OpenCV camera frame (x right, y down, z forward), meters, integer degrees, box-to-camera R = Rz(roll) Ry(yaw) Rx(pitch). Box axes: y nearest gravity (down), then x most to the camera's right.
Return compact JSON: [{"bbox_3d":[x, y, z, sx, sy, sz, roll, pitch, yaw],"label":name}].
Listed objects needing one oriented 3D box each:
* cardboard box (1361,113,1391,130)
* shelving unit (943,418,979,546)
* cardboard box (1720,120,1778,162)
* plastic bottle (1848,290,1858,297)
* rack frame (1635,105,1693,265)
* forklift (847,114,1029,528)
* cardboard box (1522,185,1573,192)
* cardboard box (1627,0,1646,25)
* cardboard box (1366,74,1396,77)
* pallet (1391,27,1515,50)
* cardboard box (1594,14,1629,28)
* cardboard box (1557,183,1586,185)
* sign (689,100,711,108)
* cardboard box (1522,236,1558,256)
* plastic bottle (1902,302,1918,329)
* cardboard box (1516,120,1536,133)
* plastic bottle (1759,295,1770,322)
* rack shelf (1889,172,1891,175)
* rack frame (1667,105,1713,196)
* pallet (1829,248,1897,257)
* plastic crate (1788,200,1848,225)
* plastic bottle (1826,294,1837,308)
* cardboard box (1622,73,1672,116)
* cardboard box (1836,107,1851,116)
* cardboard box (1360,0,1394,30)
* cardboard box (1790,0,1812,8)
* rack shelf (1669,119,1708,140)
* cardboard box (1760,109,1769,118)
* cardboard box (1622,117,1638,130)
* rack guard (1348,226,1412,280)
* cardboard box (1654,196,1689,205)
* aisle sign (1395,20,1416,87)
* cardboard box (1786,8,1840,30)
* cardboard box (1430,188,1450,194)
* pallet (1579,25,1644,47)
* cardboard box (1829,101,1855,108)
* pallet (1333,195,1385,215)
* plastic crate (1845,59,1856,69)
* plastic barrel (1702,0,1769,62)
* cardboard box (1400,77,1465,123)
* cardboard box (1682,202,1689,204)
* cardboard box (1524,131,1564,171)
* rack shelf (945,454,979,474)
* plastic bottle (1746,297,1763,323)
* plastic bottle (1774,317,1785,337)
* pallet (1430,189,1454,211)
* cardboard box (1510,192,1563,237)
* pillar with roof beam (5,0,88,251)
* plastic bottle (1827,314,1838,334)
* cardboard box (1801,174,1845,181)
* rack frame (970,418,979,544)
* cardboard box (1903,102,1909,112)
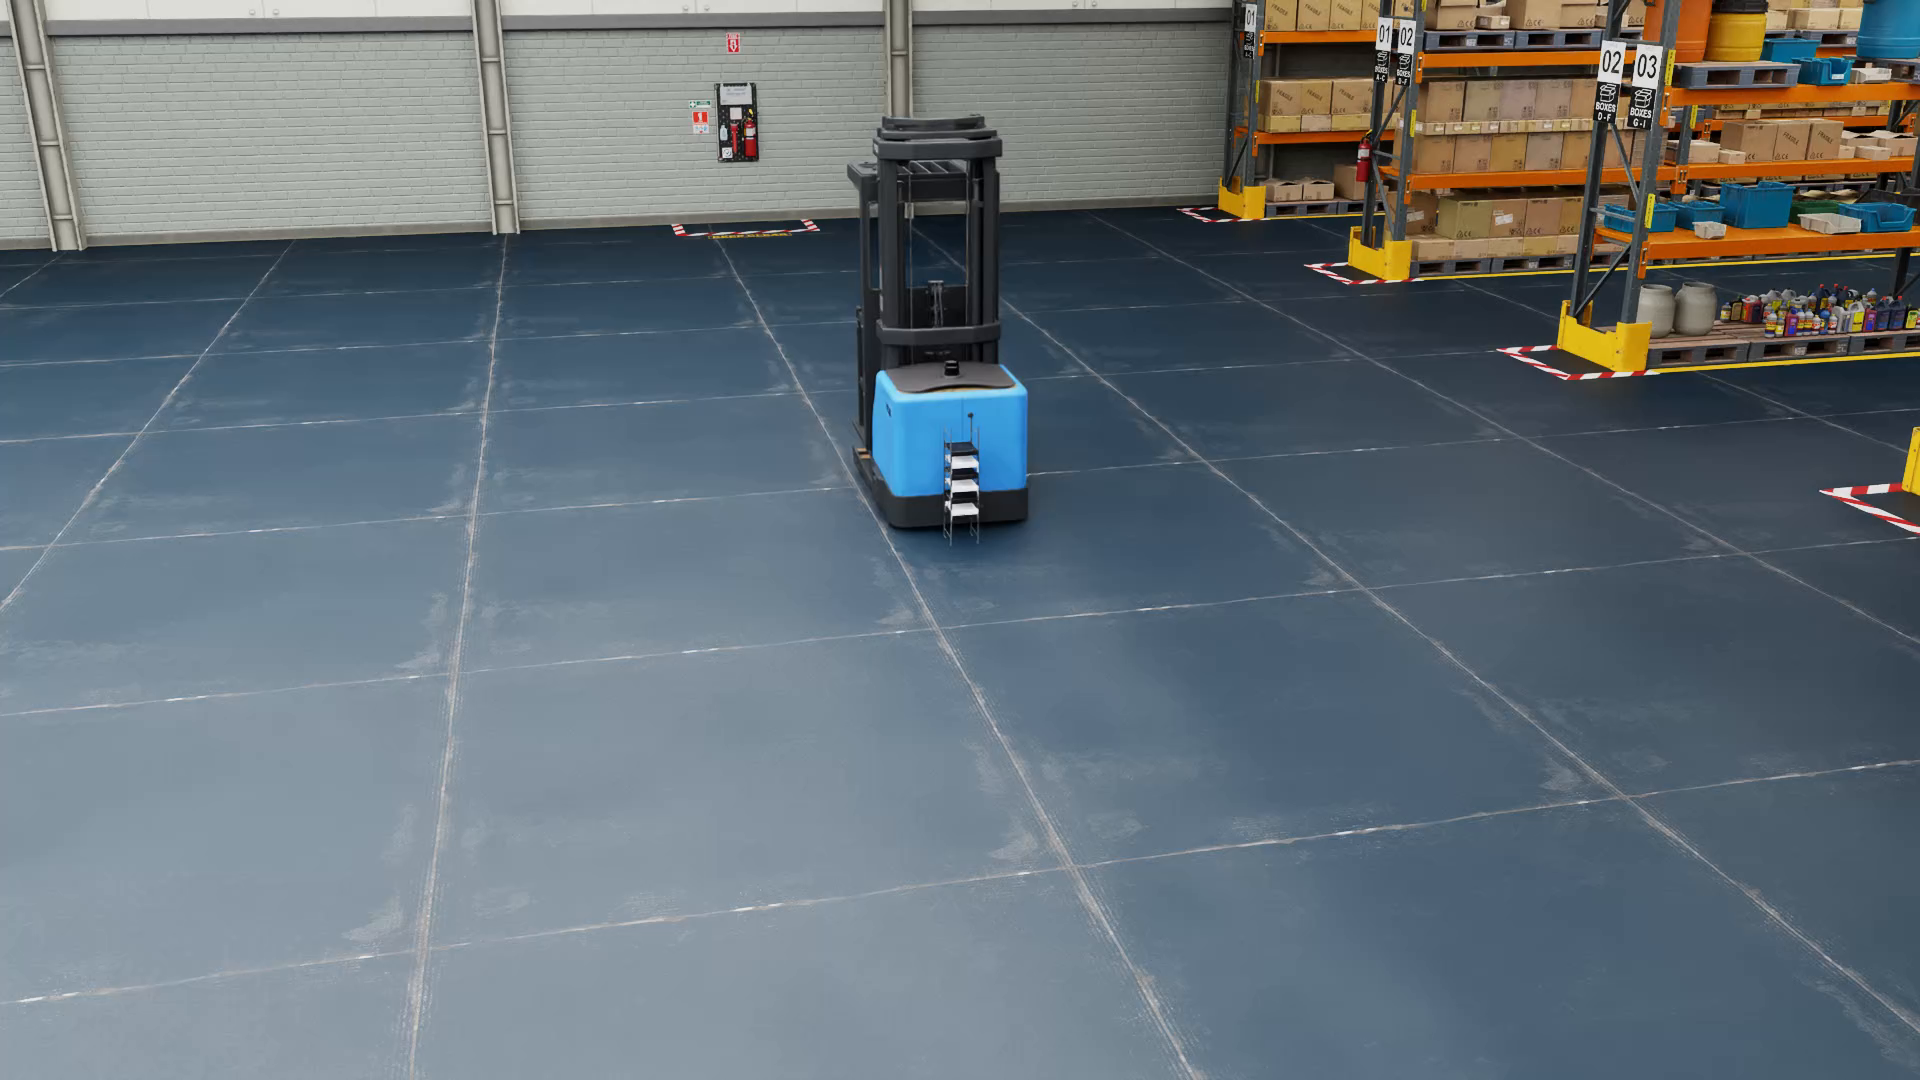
[{"bbox_3d":[6.450,-6.617,26.206,0.500,0.250,0.500,-4,21,-12],"label":"cardboard box"},{"bbox_3d":[0.008,-0.423,12.162,0.210,0.900,0.258,-5,21,-12],"label":"shelving unit"},{"bbox_3d":[10.711,-5.425,22.617,0.500,0.500,0.500,-3,20,-9],"label":"cardboard box"},{"bbox_3d":[9.864,-2.637,18.472,0.135,0.276,0.152,-4,20,-11],"label":"plastic bottle"},{"bbox_3d":[9.447,-5.281,22.369,0.127,3.000,1.000,-5,21,-12],"label":"rack frame"},{"bbox_3d":[-0.285,-1.940,13.350,1.130,2.935,3.031,-4,21,-11],"label":"forklift"},{"bbox_3d":[7.950,-4.528,22.611,0.500,0.500,0.500,-5,21,-12],"label":"cardboard box"},{"bbox_3d":[8.896,-7.047,21.872,0.500,0.500,0.500,-3,20,-8],"label":"cardboard box"},{"bbox_3d":[6.807,-7.185,26.667,0.500,0.500,0.500,-4,21,-11],"label":"cardboard box"},{"bbox_3d":[6.248,-6.378,21.133,1.213,0.211,1.003,-5,21,-12],"label":"pallet"},{"bbox_3d":[8.336,-6.647,21.290,0.250,0.149,0.380,-5,21,-12],"label":"cardboard box"},{"bbox_3d":[10.013,-6.120,27.654,0.500,0.500,0.700,-4,21,-12],"label":"cardboard box"},{"bbox_3d":[-3.915,-6.563,25.047,0.331,0.109,0.001,-5,21,-12],"label":"sign"},{"bbox_3d":[7.587,-3.956,22.141,0.500,0.250,0.500,-5,21,-12],"label":"cardboard box"},{"bbox_3d":[10.191,-2.405,17.828,0.133,0.283,0.061,-4,20,-10],"label":"plastic bottle"},{"bbox_3d":[7.238,-5.377,21.544,0.250,0.149,0.380,-5,21,-13],"label":"cardboard box"},{"bbox_3d":[8.763,-2.547,18.228,0.135,0.276,0.152,-5,21,-14],"label":"plastic bottle"},{"bbox_3d":[15.286,-5.418,23.790,4.000,0.370,1.077,-5,21,-12],"label":"rack shelf"},{"bbox_3d":[12.196,-7.255,27.759,0.127,3.000,1.000,-5,21,-12],"label":"rack frame"},{"bbox_3d":[12.529,-4.236,23.571,1.213,0.211,1.003,-5,21,-12],"label":"pallet"},{"bbox_3d":[9.197,-3.510,17.843,0.662,0.188,0.450,-5,21,-12],"label":"plastic crate"},{"bbox_3d":[9.589,-2.571,18.299,0.097,0.271,0.097,0,20,0],"label":"plastic bottle"},{"bbox_3d":[9.016,-5.900,22.027,0.500,0.500,0.700,-5,21,-12],"label":"cardboard box"},{"bbox_3d":[14.825,-7.271,28.138,0.250,0.149,0.380,-5,21,-12],"label":"cardboard box"},{"bbox_3d":[6.345,-8.152,25.673,0.500,0.500,0.500,-3,20,-9],"label":"cardboard box"},{"bbox_3d":[13.700,-9.074,27.578,0.500,0.500,0.700,-4,20,-10],"label":"cardboard box"},{"bbox_3d":[10.250,-6.759,27.451,4.000,0.370,1.077,-5,21,-12],"label":"rack shelf"},{"bbox_3d":[13.311,-7.166,27.852,0.250,0.149,0.380,-5,21,-13],"label":"cardboard box"},{"bbox_3d":[8.736,-5.498,21.876,0.250,0.149,0.380,-5,21,-14],"label":"cardboard box"},{"bbox_3d":[5.531,-3.788,21.930,0.348,0.500,1.175,-5,21,-12],"label":"rack guard"},{"bbox_3d":[9.775,-4.578,23.023,0.500,0.311,0.500,-5,21,-12],"label":"cardboard box"},{"bbox_3d":[5.561,-6.077,20.764,0.004,0.787,0.394,-5,21,-12],"label":"aisle sign"},{"bbox_3d":[11.322,-6.947,22.164,0.500,0.250,0.500,-6,21,-17],"label":"cardboard box"},{"bbox_3d":[7.790,-5.762,27.164,0.250,0.166,0.380,-7,21,-20],"label":"cardboard box"},{"bbox_3d":[8.623,-6.571,21.661,1.213,0.211,1.003,-5,21,-12],"label":"pallet"},{"bbox_3d":[14.712,-7.566,28.002,0.500,0.500,0.500,-5,21,-12],"label":"cardboard box"},{"bbox_3d":[6.468,-5.466,26.930,1.213,0.211,1.003,-5,21,-12],"label":"pallet"},{"bbox_3d":[8.985,-4.898,17.271,0.450,0.188,0.336,-5,21,-12],"label":"plastic crate"},{"bbox_3d":[7.770,-5.133,16.720,0.600,0.588,0.600,0,20,0],"label":"plastic barrel"},{"bbox_3d":[6.063,-5.657,21.365,0.500,0.500,0.700,-5,21,-12],"label":"cardboard box"},{"bbox_3d":[9.906,-4.399,22.535,0.500,0.311,0.500,-5,21,-12],"label":"cardboard box"},{"bbox_3d":[7.517,-5.167,21.914,0.500,0.500,0.700,-4,21,-11],"label":"cardboard box"},{"bbox_3d":[0.008,-0.561,12.111,0.200,0.077,0.258,-5,21,-12],"label":"rack shelf"},{"bbox_3d":[8.653,-2.504,18.099,0.133,0.283,0.061,-5,21,-12],"label":"plastic bottle"},{"bbox_3d":[8.627,-2.246,17.513,0.097,0.201,0.097,0,20,0],"label":"plastic bottle"},{"bbox_3d":[7.658,-5.564,27.197,1.213,0.211,1.003,-5,21,-12],"label":"pallet"},{"bbox_3d":[7.588,-4.308,22.011,0.500,0.500,0.500,-5,21,-12],"label":"cardboard box"},{"bbox_3d":[-11.634,-6.918,18.118,0.400,9.000,9.100,-5,21,-12],"label":"pillar with roof beam"},{"bbox_3d":[9.254,-2.297,17.652,0.097,0.201,0.097,0,20,0],"label":"plastic bottle"},{"bbox_3d":[14.622,-6.593,28.467,0.750,0.750,0.750,-4,20,-11],"label":"cardboard box"},{"bbox_3d":[0.107,-0.431,12.184,0.006,0.900,0.240,-5,21,-12],"label":"rack frame"},{"bbox_3d":[16.620,-7.750,28.674,0.700,0.700,0.980,-4,21,-12],"label":"cardboard box"}]
